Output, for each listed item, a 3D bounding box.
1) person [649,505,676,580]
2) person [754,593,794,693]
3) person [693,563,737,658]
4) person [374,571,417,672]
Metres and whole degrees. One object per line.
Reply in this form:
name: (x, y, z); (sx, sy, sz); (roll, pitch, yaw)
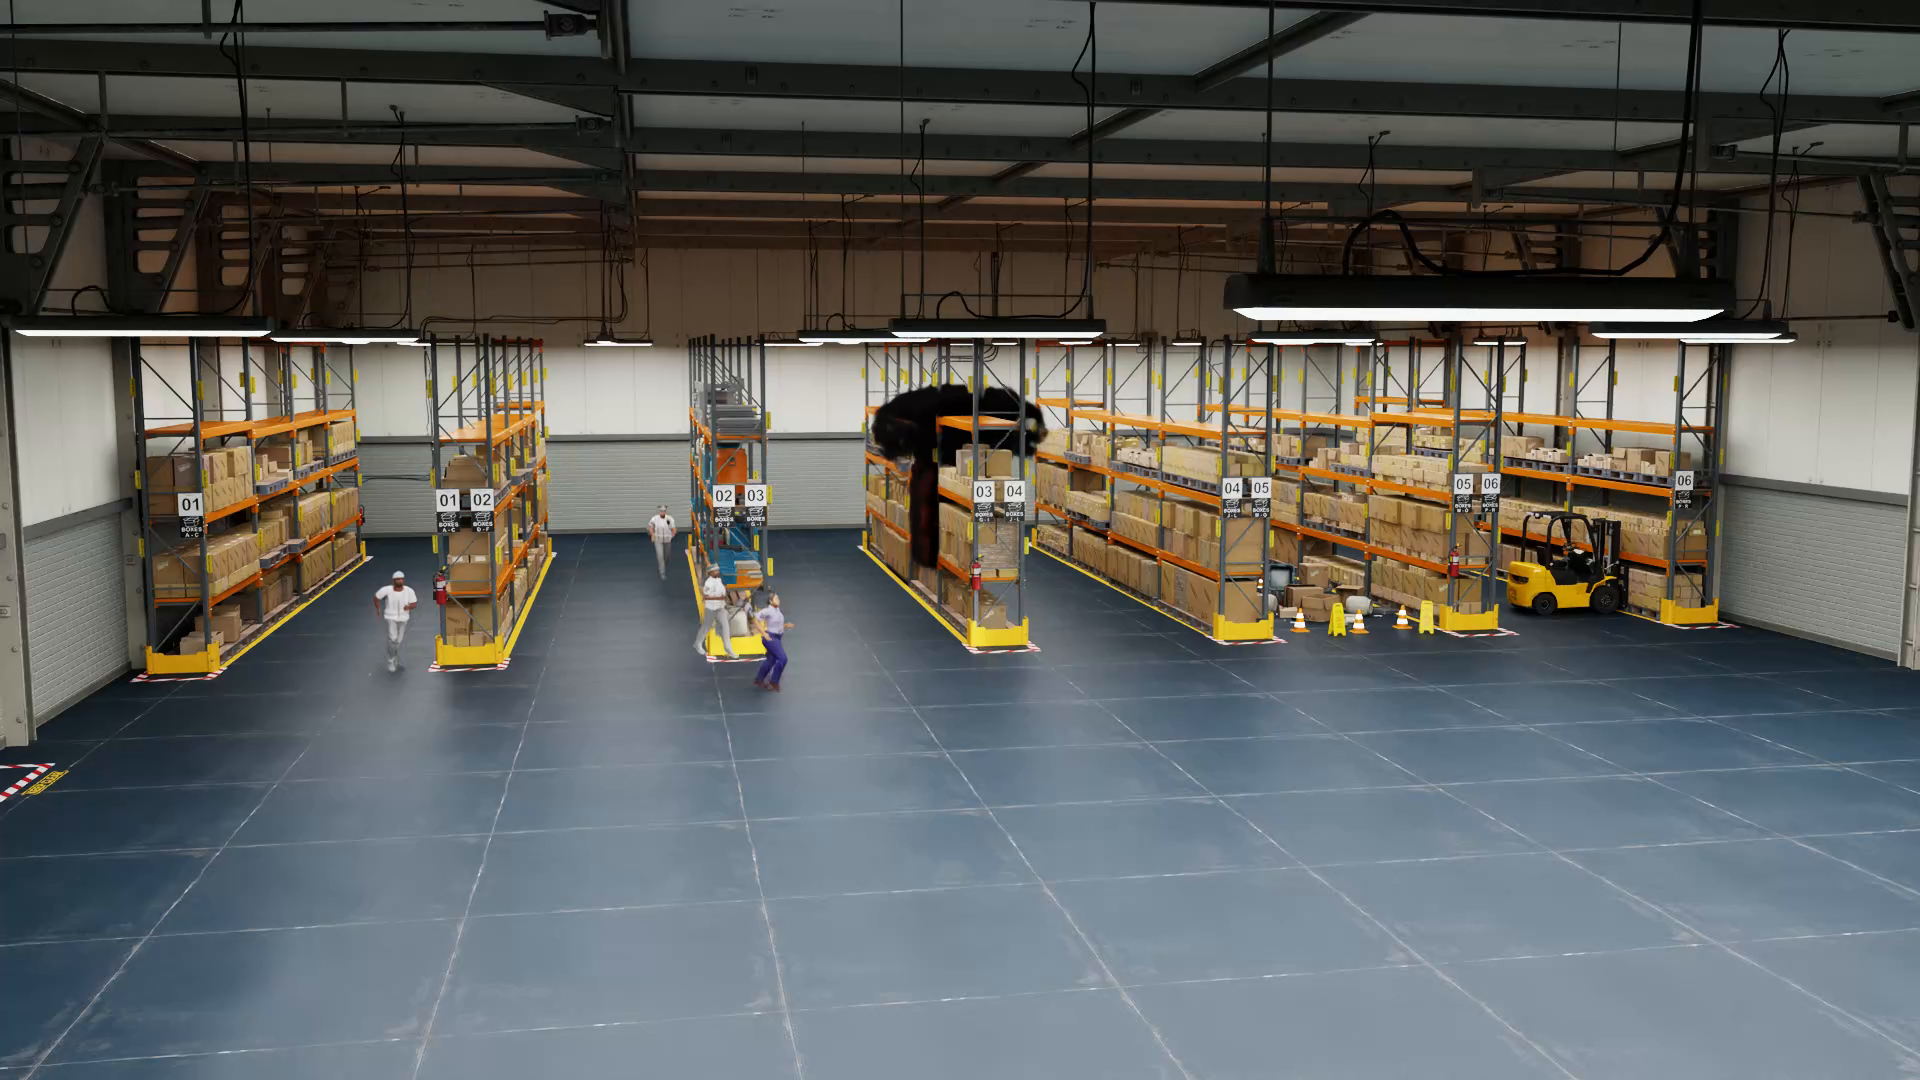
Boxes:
person: (-7.119, 0.029, 39.852); (0.646, 1.783, 0.835); (-2, 7, -15)
person: (-3.138, 1.731, 27.928); (0.711, 1.693, 0.574); (1, 7, 12)
person: (-4.459, 1.263, 30.163); (0.922, 1.719, 0.576); (4, 8, 30)
person: (-10.124, 1.456, 29.900); (0.688, 1.813, 0.740); (-4, 8, -33)
